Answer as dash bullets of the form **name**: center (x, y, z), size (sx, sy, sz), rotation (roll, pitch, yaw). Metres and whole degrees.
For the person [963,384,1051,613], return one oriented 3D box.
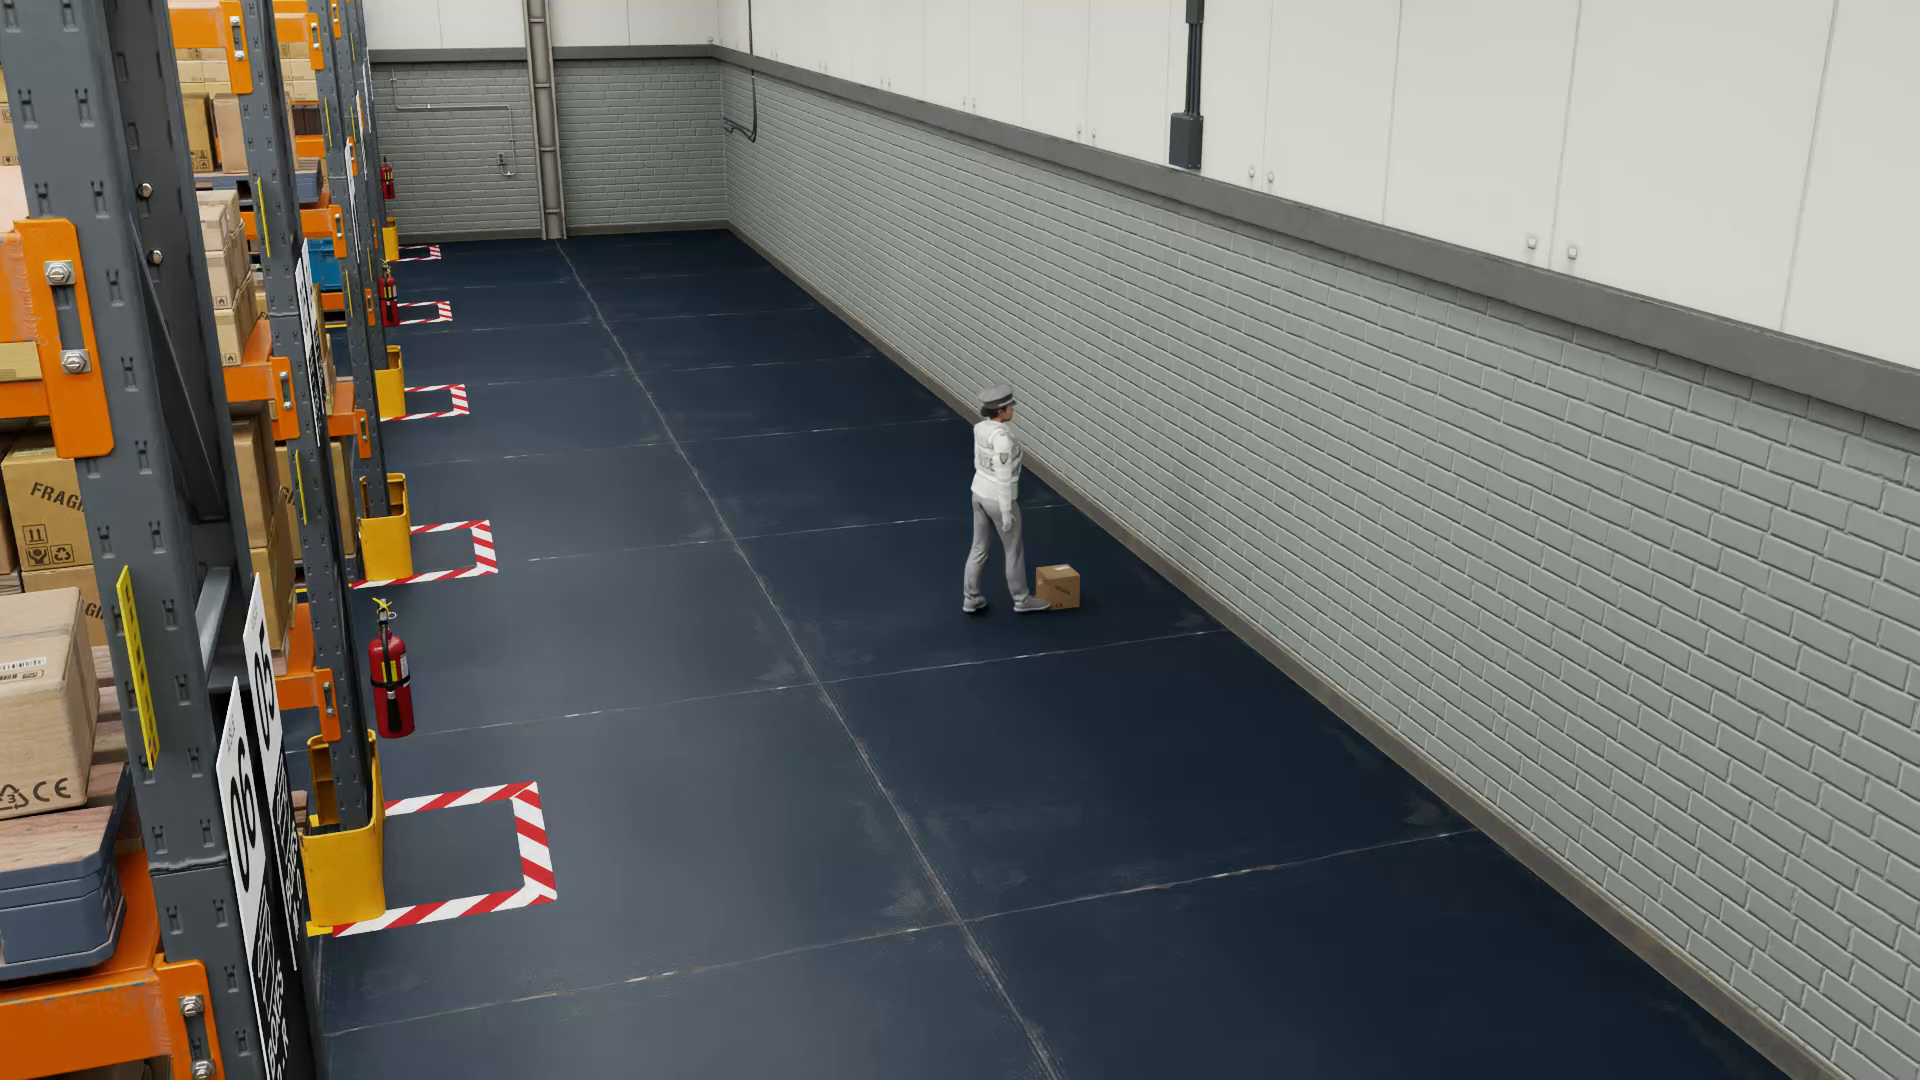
- **person**: center (0.311, -0.296, 11.861), size (0.628, 1.672, 0.509), rotation (-10, 22, -27)
